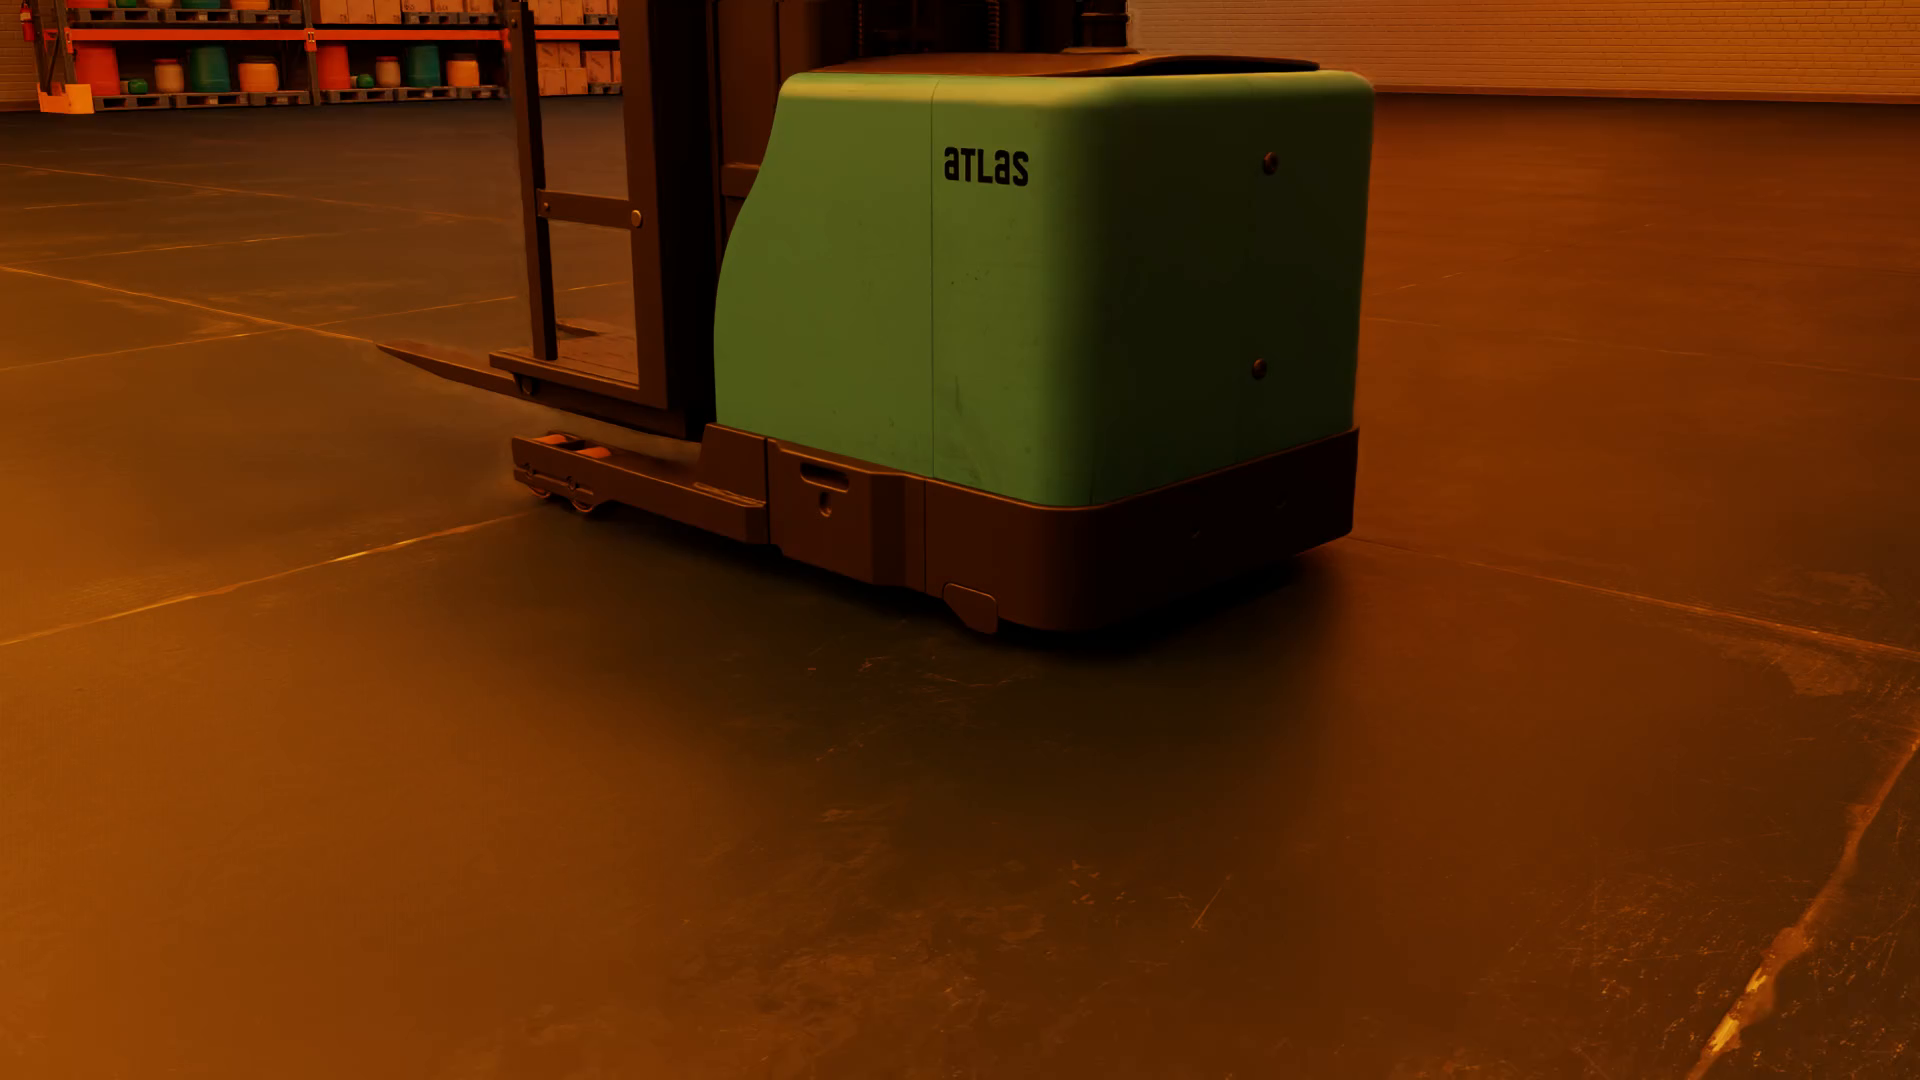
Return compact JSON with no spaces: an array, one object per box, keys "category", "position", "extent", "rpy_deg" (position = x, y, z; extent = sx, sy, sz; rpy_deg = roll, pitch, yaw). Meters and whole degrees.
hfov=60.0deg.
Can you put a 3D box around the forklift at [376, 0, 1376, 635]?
[{"category":"forklift","position":[-0.512,-1.564,4.048],"extent":[3.031,2.935,1.130],"rpy_deg":[16,23,42]}]
